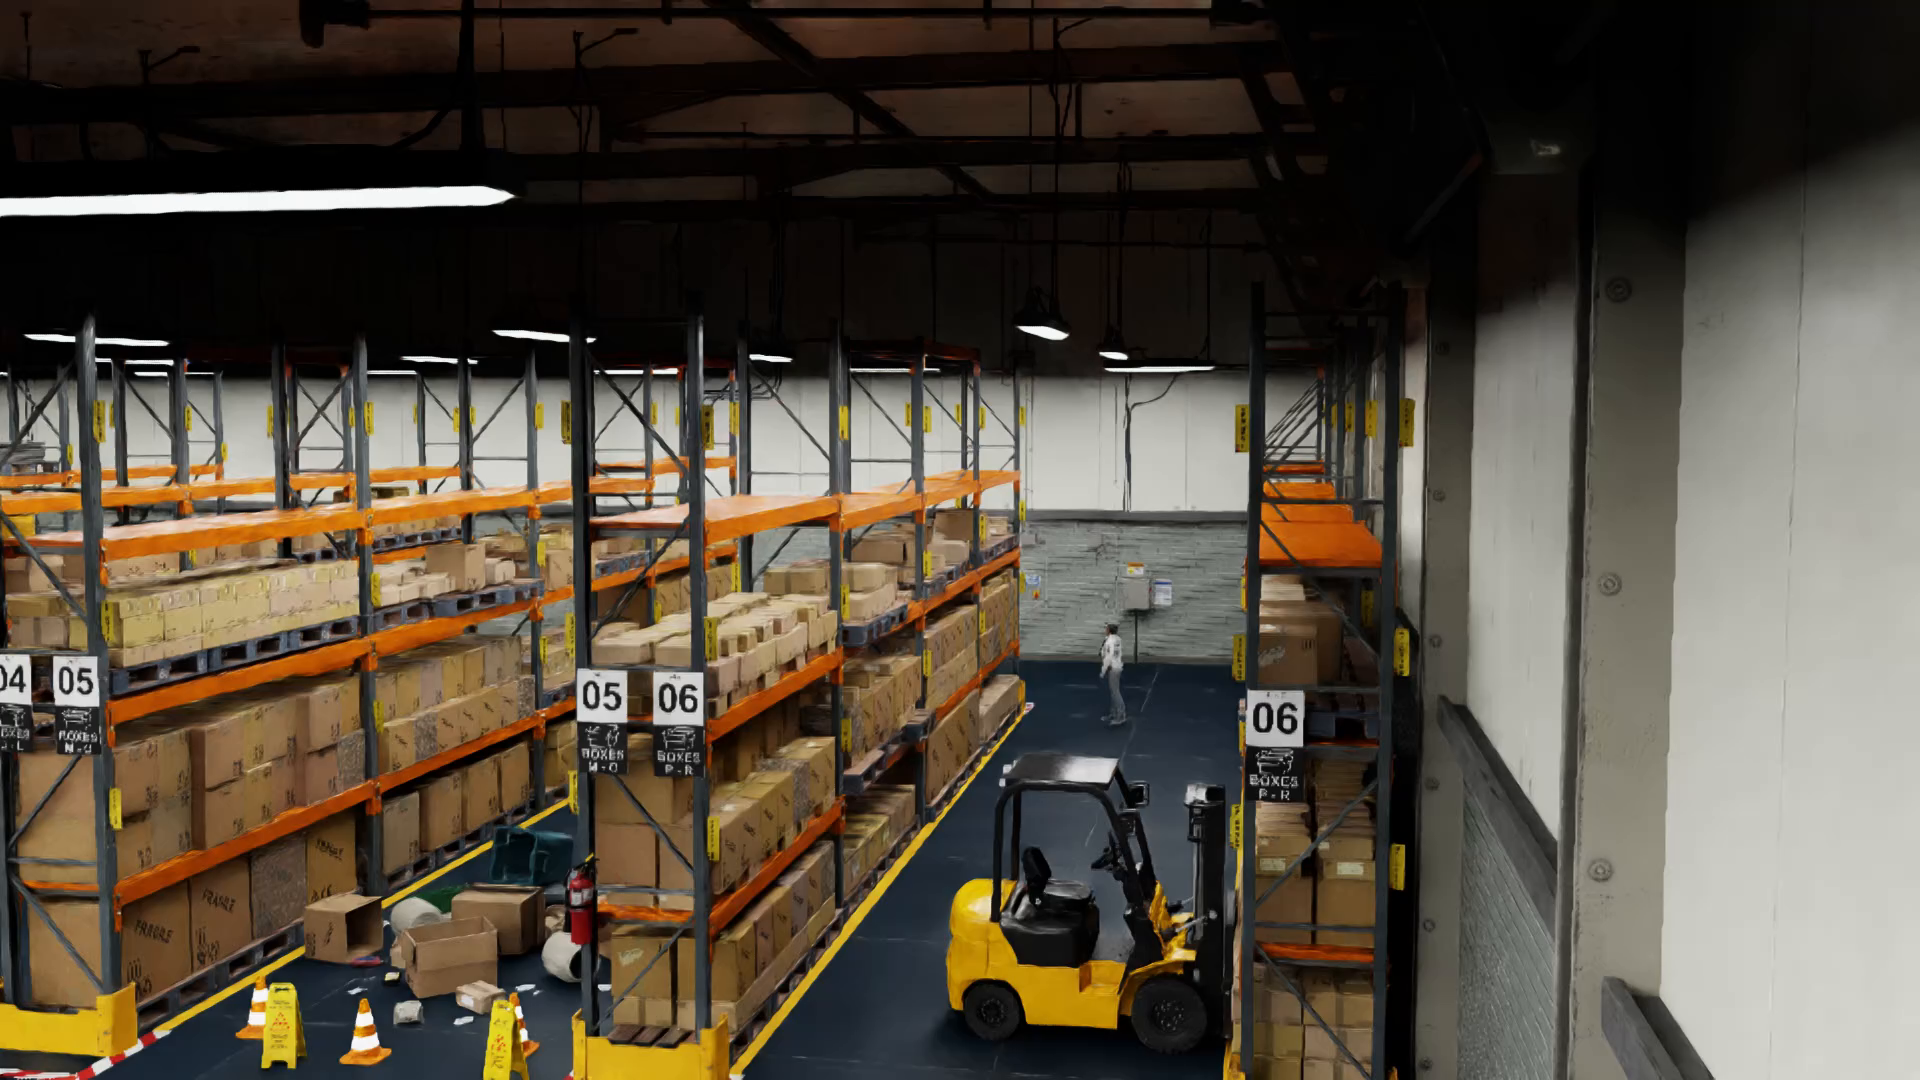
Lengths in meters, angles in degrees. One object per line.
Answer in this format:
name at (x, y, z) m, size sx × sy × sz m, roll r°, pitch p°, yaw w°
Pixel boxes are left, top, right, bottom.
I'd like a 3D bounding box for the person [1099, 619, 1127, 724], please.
person at (2.513, 2.150, 27.165) m, size 0.439 × 1.705 × 0.509 m, roll 2°, pitch 5°, yaw 21°
